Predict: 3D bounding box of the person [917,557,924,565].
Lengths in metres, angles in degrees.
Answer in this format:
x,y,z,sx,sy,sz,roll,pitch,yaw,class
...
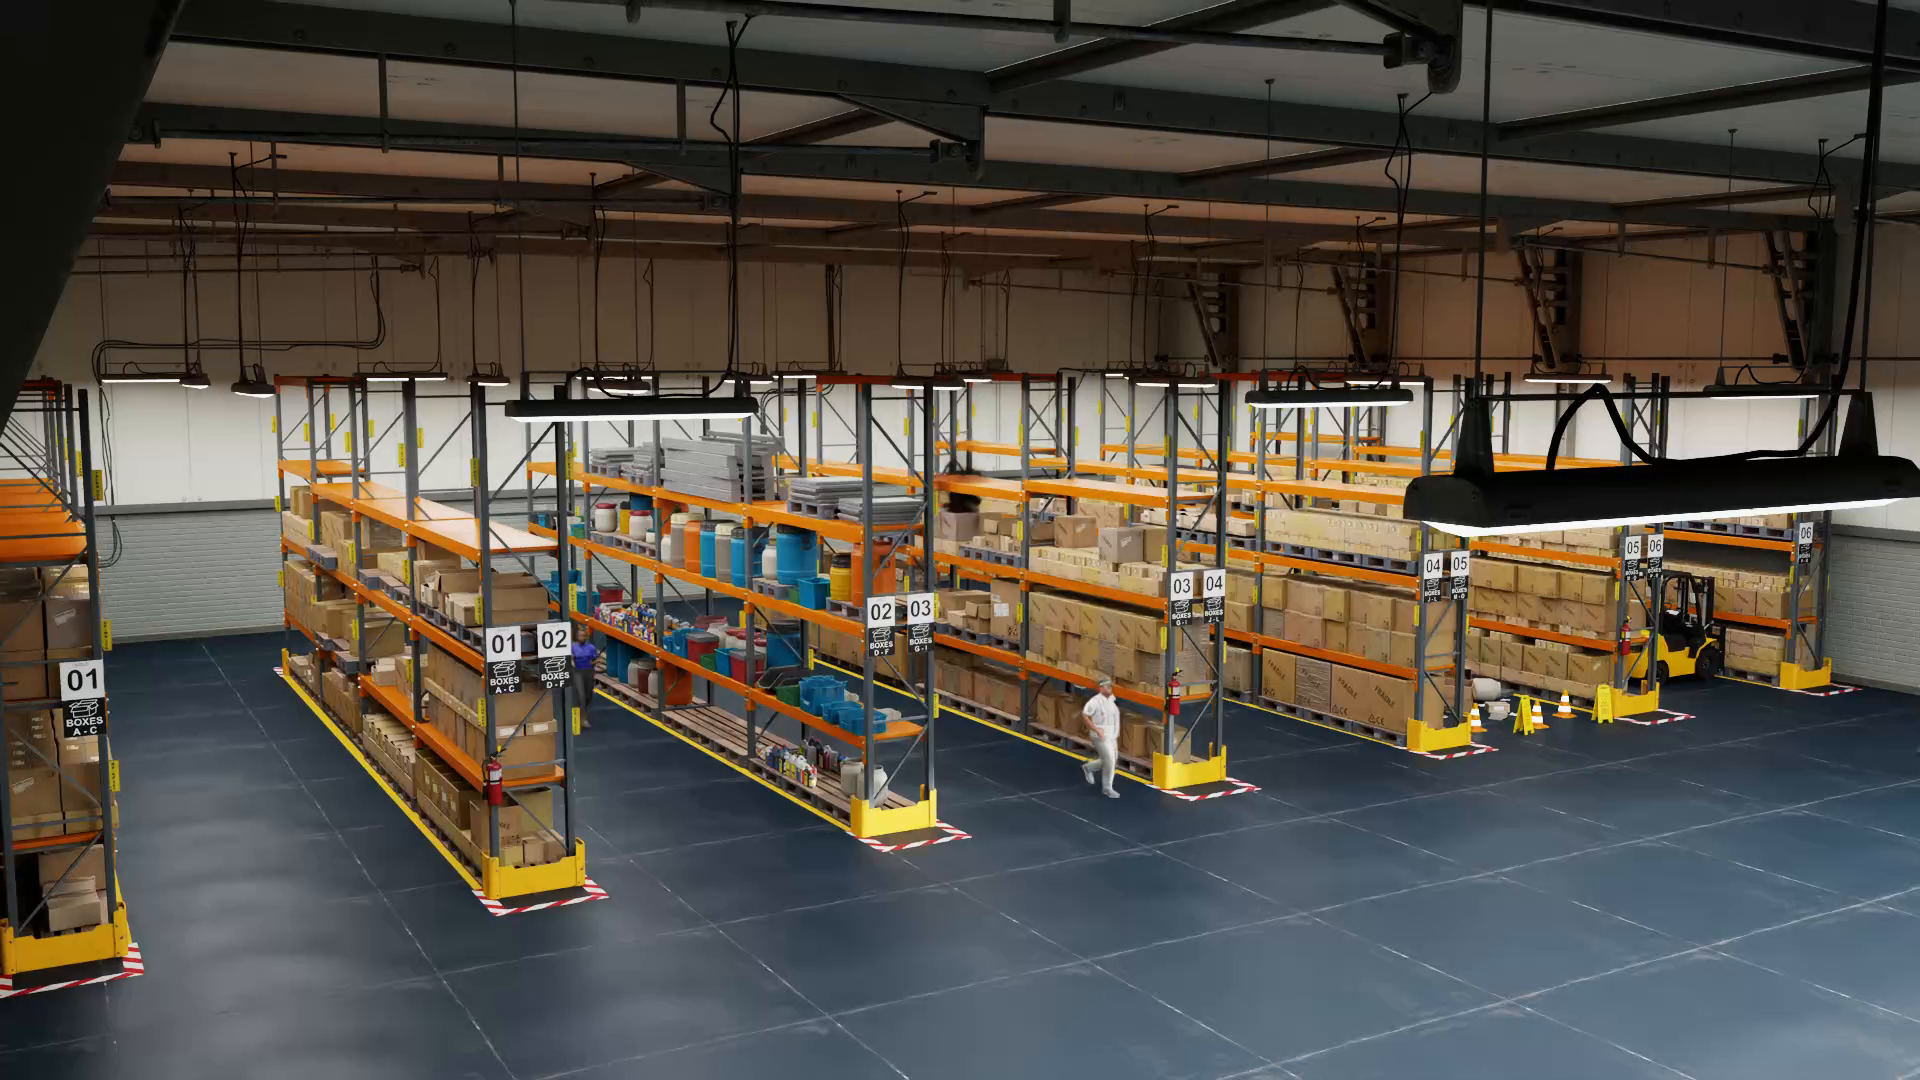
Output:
x,y,z,sx,sy,sz,roll,pitch,yaw,class
-0.940,1.221,38.661,0.678,1.836,0.809,-4,7,-29,person

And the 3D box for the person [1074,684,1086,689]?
x,y,z,sx,sy,sz,roll,pitch,yaw,class
2.328,2.087,31.818,0.503,1.546,0.493,-5,8,-37,person

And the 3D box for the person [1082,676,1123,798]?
x,y,z,sx,sy,sz,roll,pitch,yaw,class
2.038,2.830,24.186,0.738,1.767,0.668,6,8,41,person

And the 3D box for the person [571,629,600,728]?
x,y,z,sx,sy,sz,roll,pitch,yaw,class
-6.508,2.365,28.702,0.581,1.622,0.895,-3,7,-27,person
